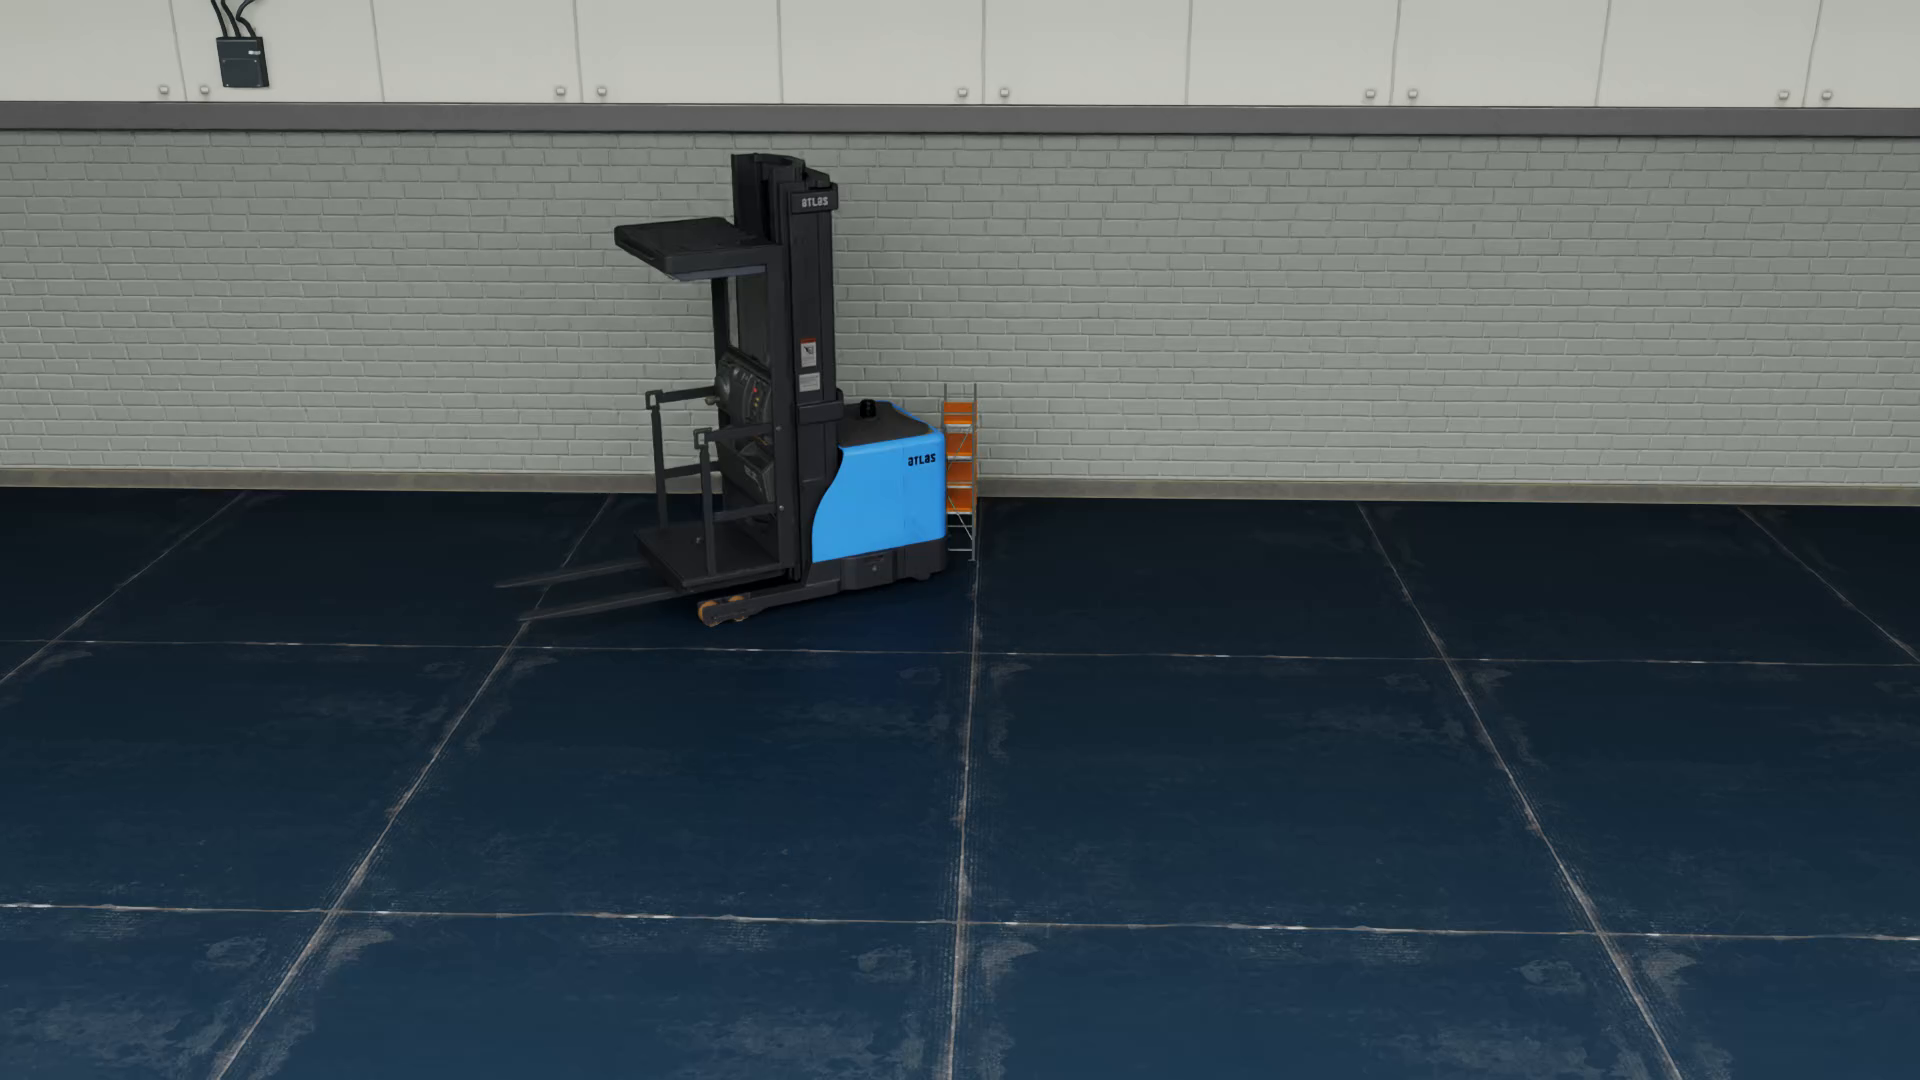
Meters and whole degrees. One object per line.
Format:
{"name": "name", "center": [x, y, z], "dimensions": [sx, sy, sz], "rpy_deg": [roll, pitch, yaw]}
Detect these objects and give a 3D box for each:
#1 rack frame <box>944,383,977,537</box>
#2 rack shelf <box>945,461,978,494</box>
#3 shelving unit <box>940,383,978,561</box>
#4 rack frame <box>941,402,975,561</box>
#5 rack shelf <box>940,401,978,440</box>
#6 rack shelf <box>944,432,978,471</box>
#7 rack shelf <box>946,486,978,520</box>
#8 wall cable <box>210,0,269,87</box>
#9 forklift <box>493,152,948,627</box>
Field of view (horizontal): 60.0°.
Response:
{"name": "rack frame", "center": [0.002, -0.588, 12.385], "dimensions": [0.240, 1.200, 0.015], "rpy_deg": [1, 21, 2]}
{"name": "rack shelf", "center": [-0.005, -0.437, 12.182], "dimensions": [0.258, 0.148, 0.480], "rpy_deg": [1, 21, 2]}
{"name": "shelving unit", "center": [-0.005, -0.500, 12.158], "dimensions": [0.258, 1.200, 0.503], "rpy_deg": [1, 21, 2]}
{"name": "rack frame", "center": [-0.012, -0.411, 11.930], "dimensions": [0.240, 1.200, 0.015], "rpy_deg": [1, 21, 2]}
{"name": "rack shelf", "center": [-0.005, -0.866, 12.015], "dimensions": [0.258, 0.148, 0.480], "rpy_deg": [1, 21, 2]}
{"name": "rack shelf", "center": [-0.005, -0.645, 12.101], "dimensions": [0.258, 0.148, 0.480], "rpy_deg": [1, 21, 2]}
{"name": "rack shelf", "center": [-0.005, -0.252, 12.254], "dimensions": [0.258, 0.148, 0.480], "rpy_deg": [1, 21, 2]}
{"name": "wall cable", "center": [-4.324, -6.165, 11.276], "dimensions": [2.305, 6.003, 0.169], "rpy_deg": [1, 21, 2]}
{"name": "forklift", "center": [-1.634, -1.009, 11.078], "dimensions": [3.031, 2.935, 1.130], "rpy_deg": [-11, 24, -26]}
